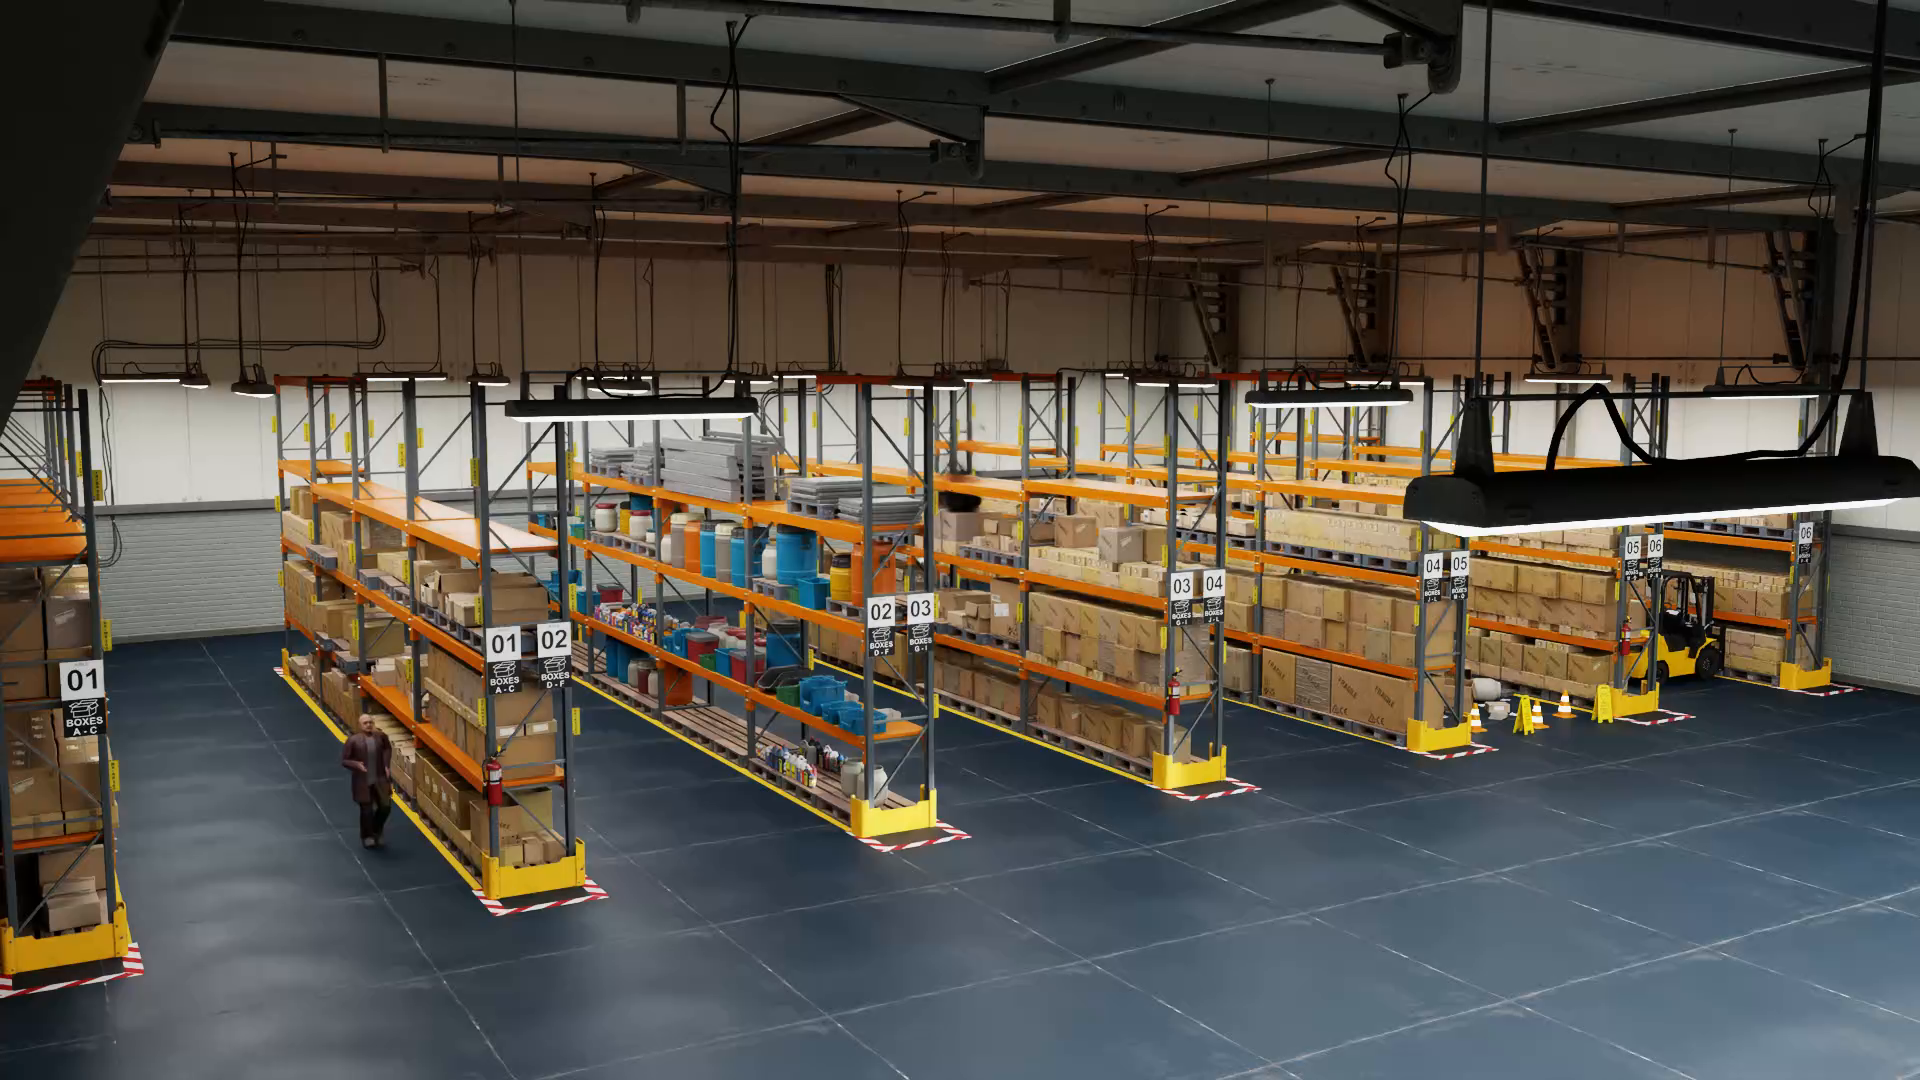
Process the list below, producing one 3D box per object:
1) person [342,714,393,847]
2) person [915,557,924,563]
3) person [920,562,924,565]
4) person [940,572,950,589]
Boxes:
[{"bbox_3d":[-7.578,3.124,21.423,0.687,1.739,0.690,-4,8,-35],"label":"person"},{"bbox_3d":[-0.982,0.879,41.897,0.766,1.743,0.829,-2,7,-19],"label":"person"},{"bbox_3d":[-0.930,1.309,38.715,0.541,1.620,0.760,-2,7,-20],"label":"person"},{"bbox_3d":[-0.298,0.810,42.289,0.865,1.819,0.647,-4,7,-29],"label":"person"}]
